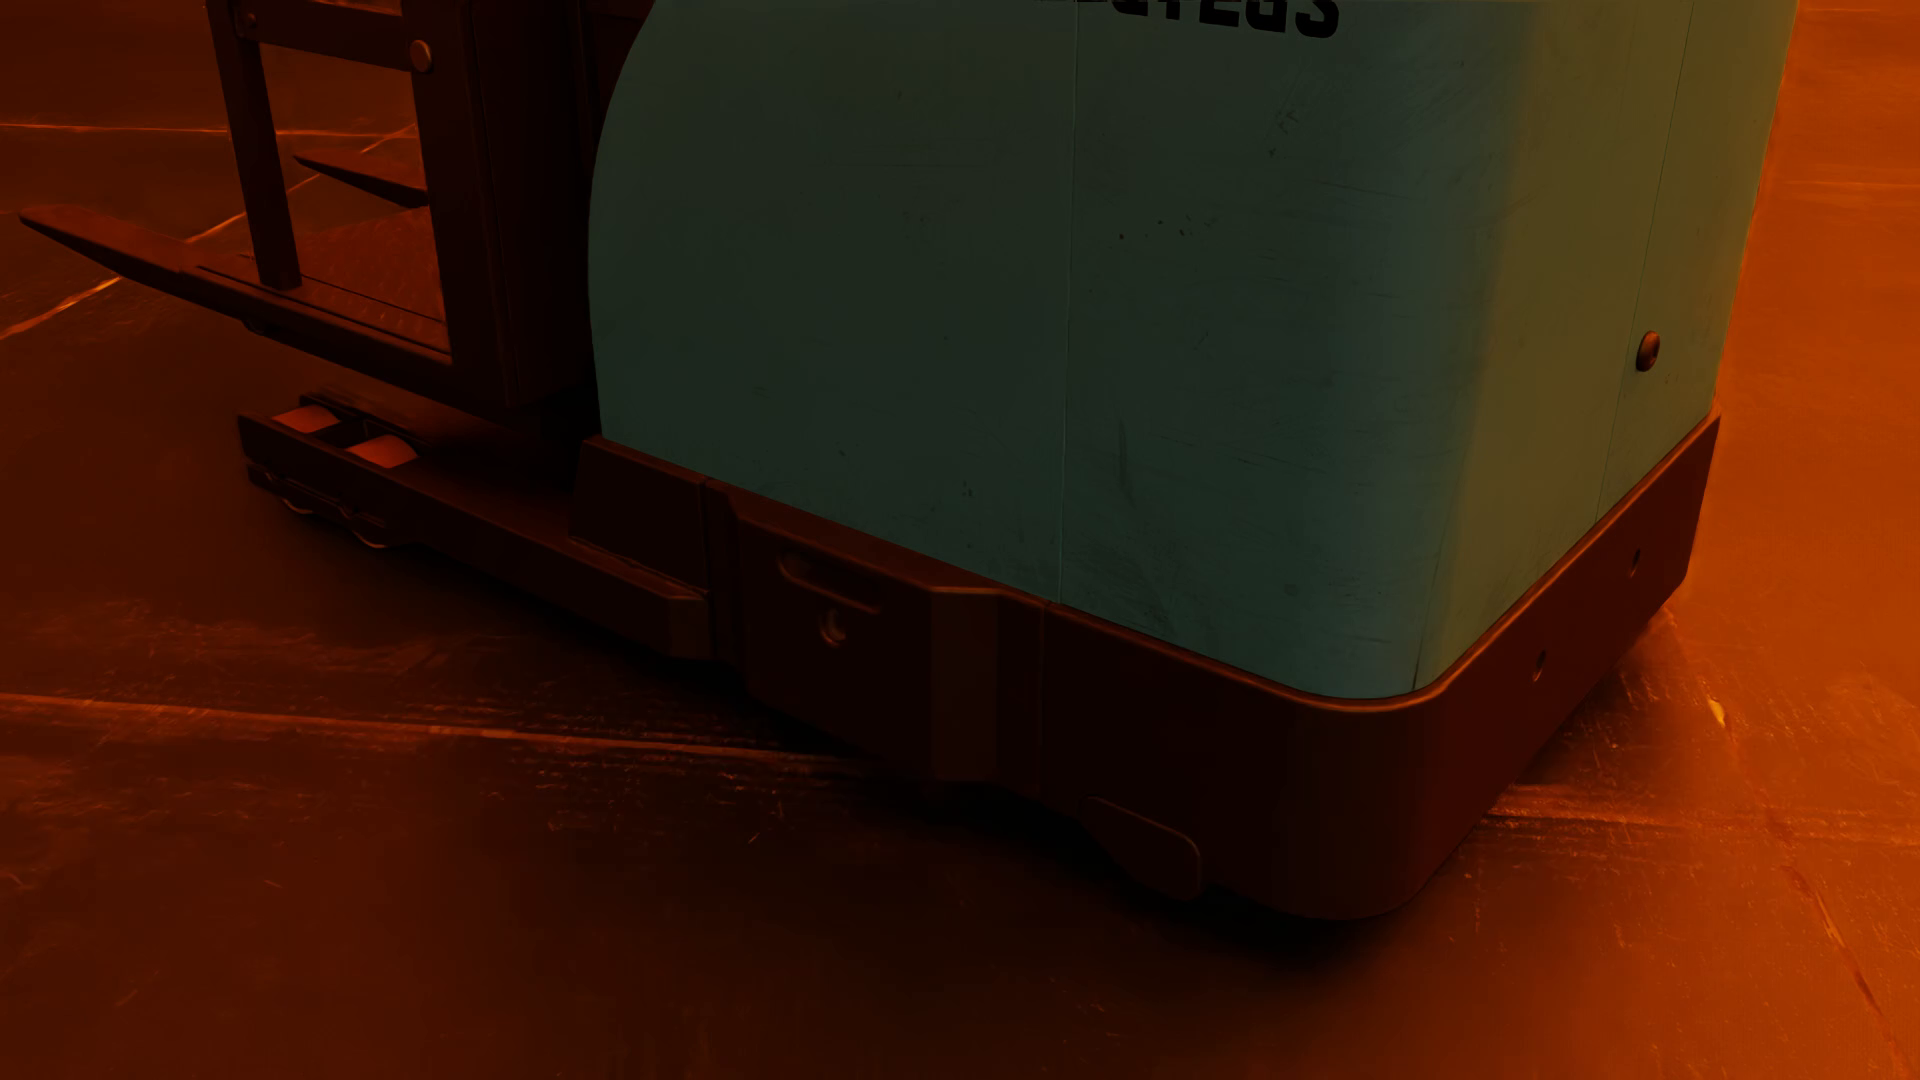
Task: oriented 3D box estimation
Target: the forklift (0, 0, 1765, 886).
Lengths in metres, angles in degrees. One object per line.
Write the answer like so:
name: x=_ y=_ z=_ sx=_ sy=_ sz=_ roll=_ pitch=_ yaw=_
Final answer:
forklift: x=-0.528 y=-1.433 z=2.089 sx=3.031 sy=2.935 sz=1.130 roll=15 pitch=30 yaw=27
